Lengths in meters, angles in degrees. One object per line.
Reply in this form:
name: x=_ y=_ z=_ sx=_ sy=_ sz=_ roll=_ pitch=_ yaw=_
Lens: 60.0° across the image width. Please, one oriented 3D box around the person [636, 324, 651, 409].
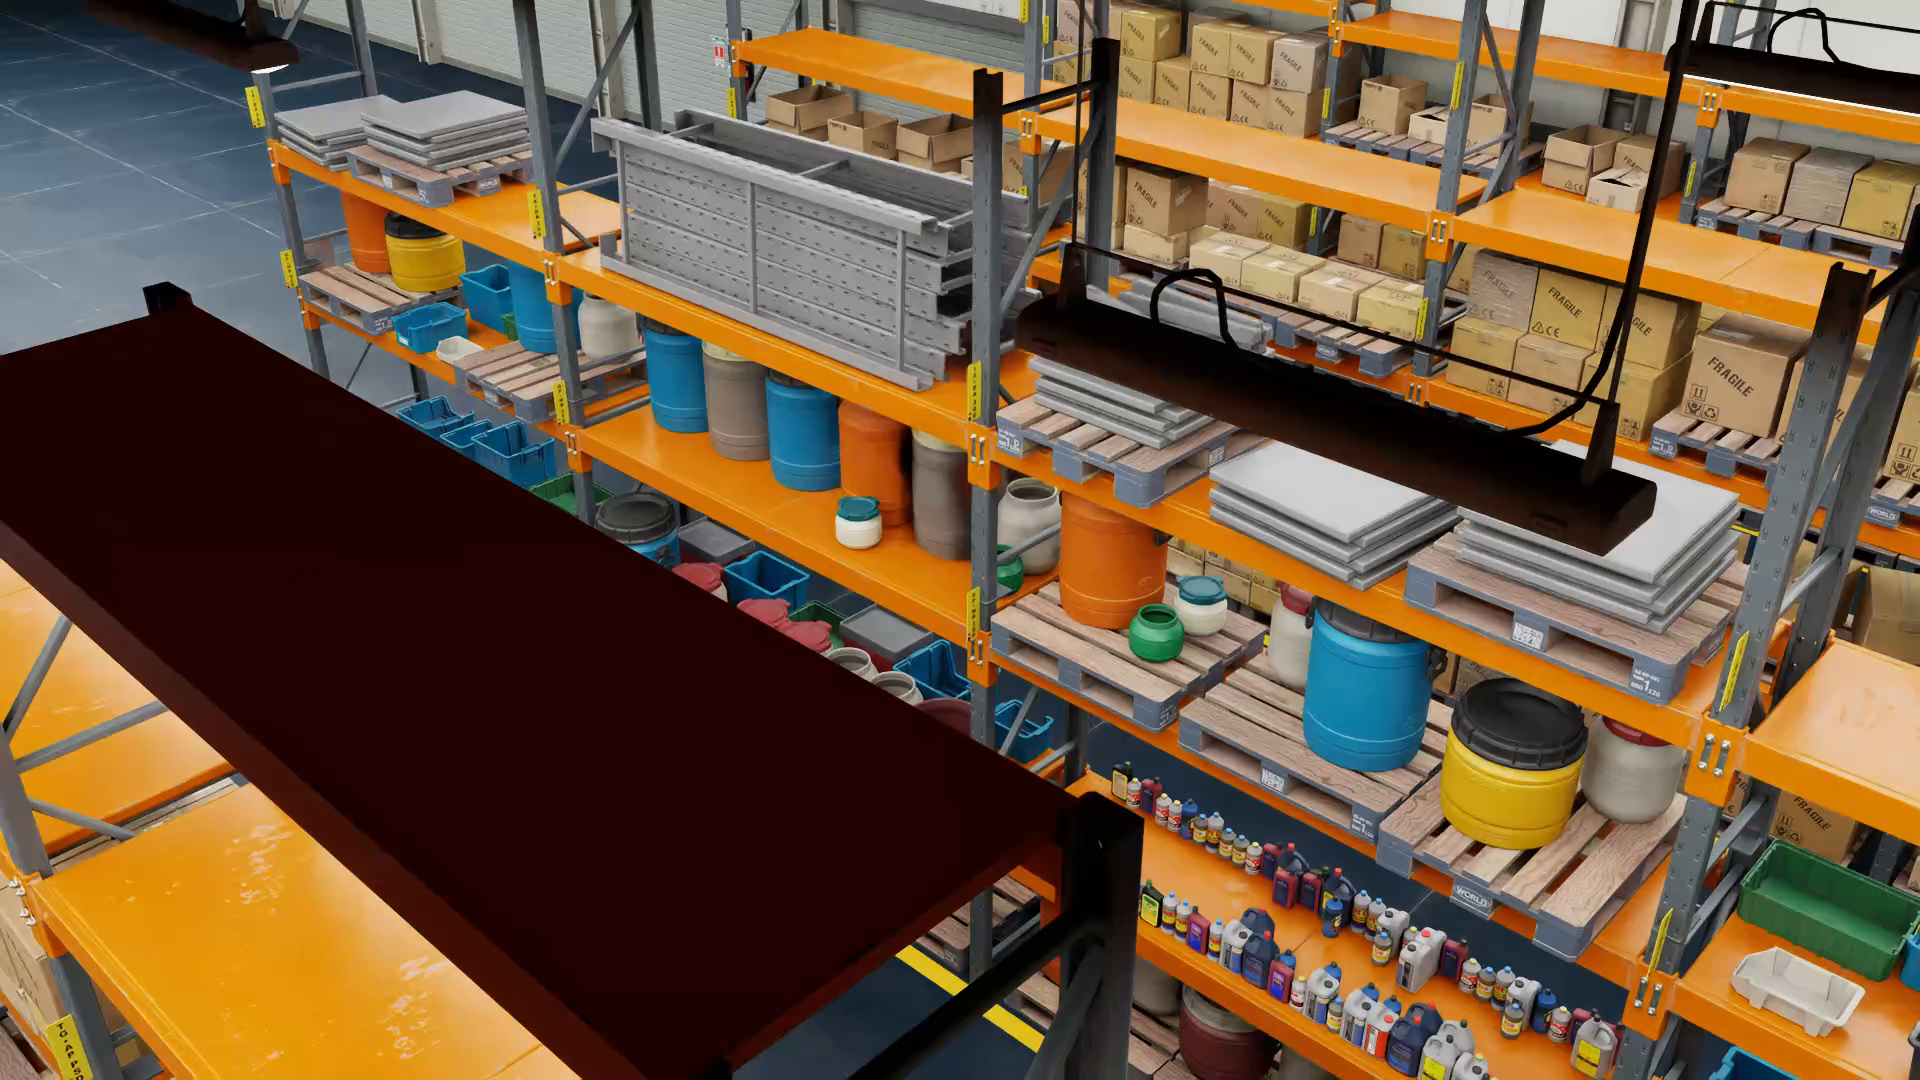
person: x=-3.234 y=-1.444 z=17.108 sx=0.475 sy=1.687 sz=0.345 roll=25 pitch=38 yaw=37
